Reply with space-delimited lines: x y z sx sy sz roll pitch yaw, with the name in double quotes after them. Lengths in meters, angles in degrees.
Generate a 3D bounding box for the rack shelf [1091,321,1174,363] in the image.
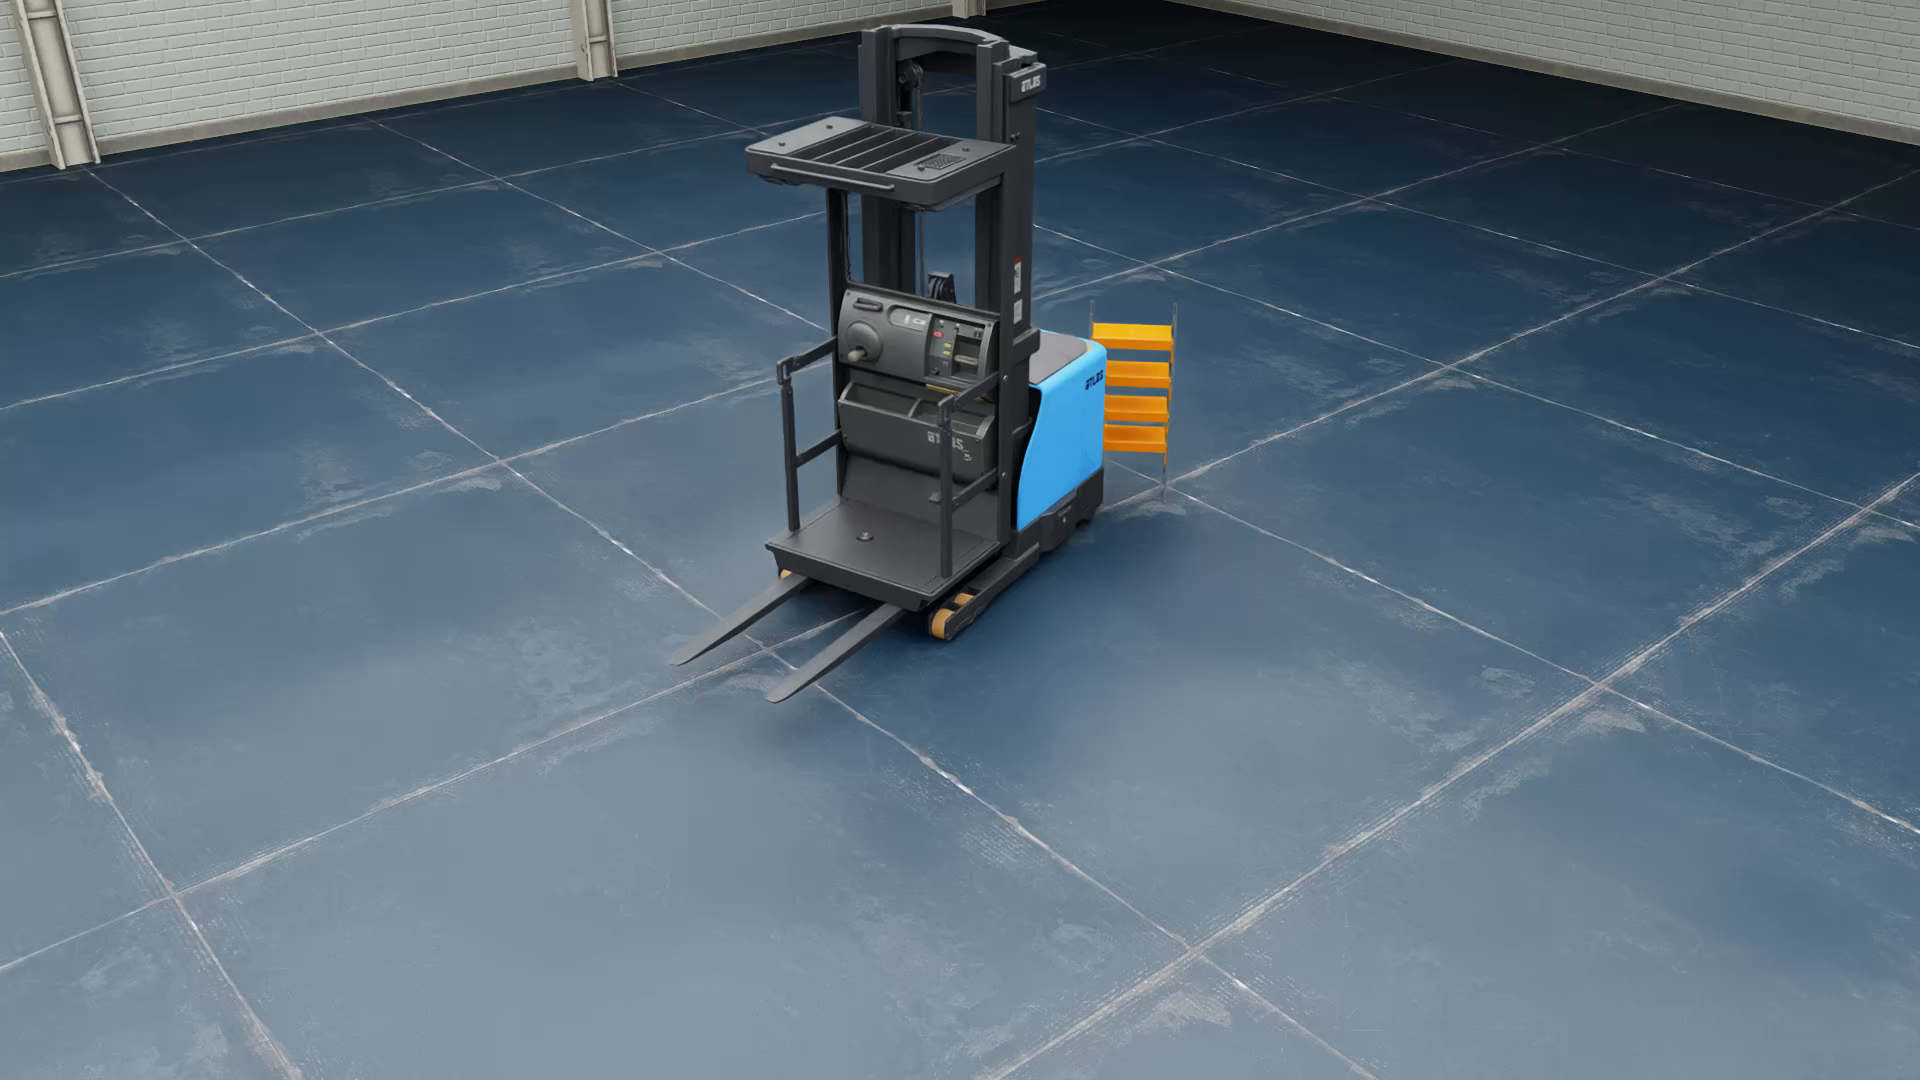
1.018 -1.172 9.837 0.480 0.148 0.258 3 28 5 "rack shelf"

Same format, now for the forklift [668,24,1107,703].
-0.348 -1.016 8.541 1.130 2.935 3.031 17 32 28 "forklift"

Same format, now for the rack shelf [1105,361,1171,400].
1.018 -0.964 9.948 0.480 0.148 0.258 3 28 5 "rack shelf"

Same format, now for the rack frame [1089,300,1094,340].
0.775 -0.837 10.044 0.015 1.200 0.240 3 28 5 "rack frame"

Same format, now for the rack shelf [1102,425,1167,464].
1.018 -0.591 10.147 0.480 0.148 0.258 3 28 5 "rack shelf"

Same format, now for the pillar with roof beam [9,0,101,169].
-6.211 -6.270 11.935 0.400 9.000 9.100 -22 35 -35 "pillar with roof beam"

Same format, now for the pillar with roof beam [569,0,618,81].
-1.647 -8.106 15.370 0.400 9.000 9.100 -22 35 -35 "pillar with roof beam"

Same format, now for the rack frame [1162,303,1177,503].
1.261 -0.814 10.000 0.015 1.200 0.240 3 28 5 "rack frame"

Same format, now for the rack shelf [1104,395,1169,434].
1.018 -0.766 10.054 0.480 0.148 0.258 3 28 5 "rack shelf"

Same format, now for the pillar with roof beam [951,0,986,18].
2.918 -9.941 18.804 0.400 9.000 9.100 -22 35 -35 "pillar with roof beam"

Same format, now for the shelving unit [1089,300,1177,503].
1.018 -0.826 10.022 0.503 1.200 0.258 3 28 5 "shelving unit"
